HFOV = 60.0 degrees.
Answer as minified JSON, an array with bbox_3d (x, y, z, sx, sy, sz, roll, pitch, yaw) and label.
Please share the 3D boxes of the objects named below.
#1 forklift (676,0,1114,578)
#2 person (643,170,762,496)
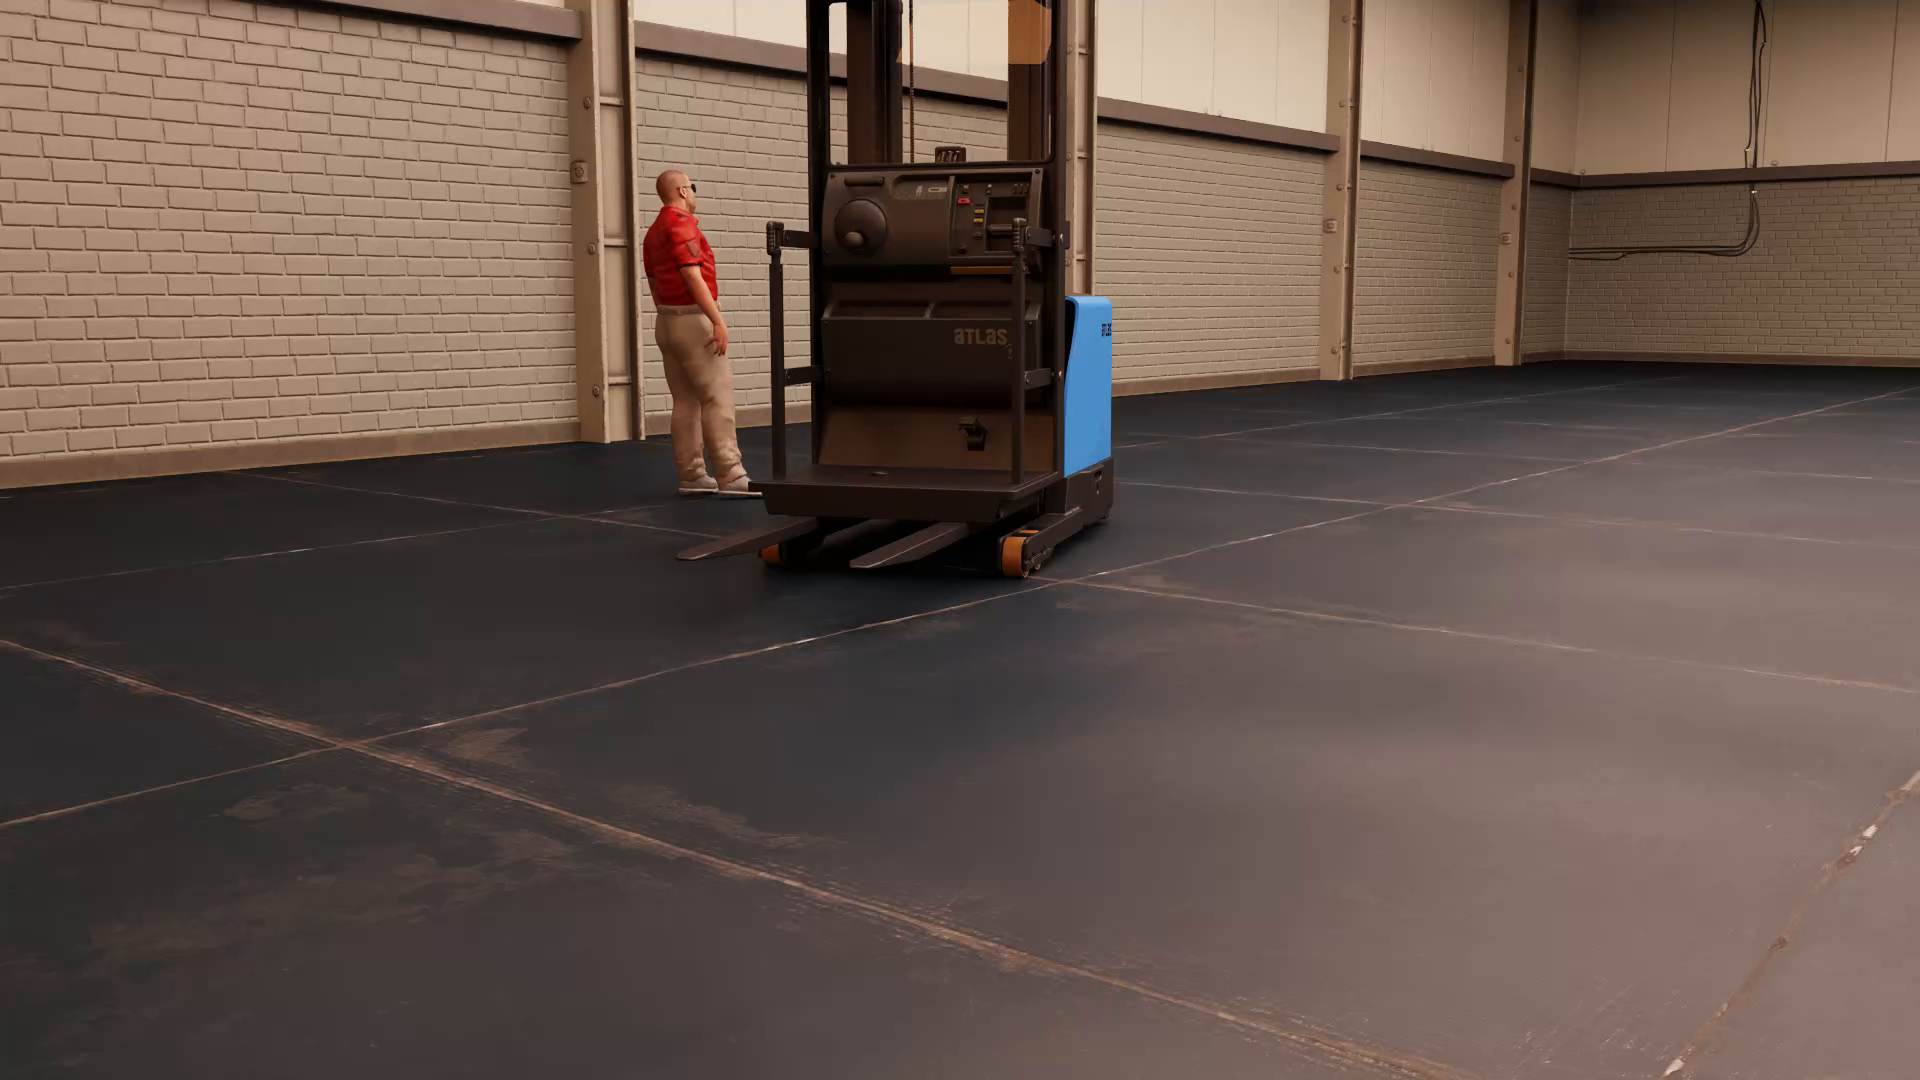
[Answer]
[{"bbox_3d":[-0.176,-1.366,6.616,1.130,2.935,3.031,3,9,17],"label":"forklift"},{"bbox_3d":[-1.368,-1.109,8.962,0.550,1.728,0.642,-5,10,-33],"label":"person"}]
